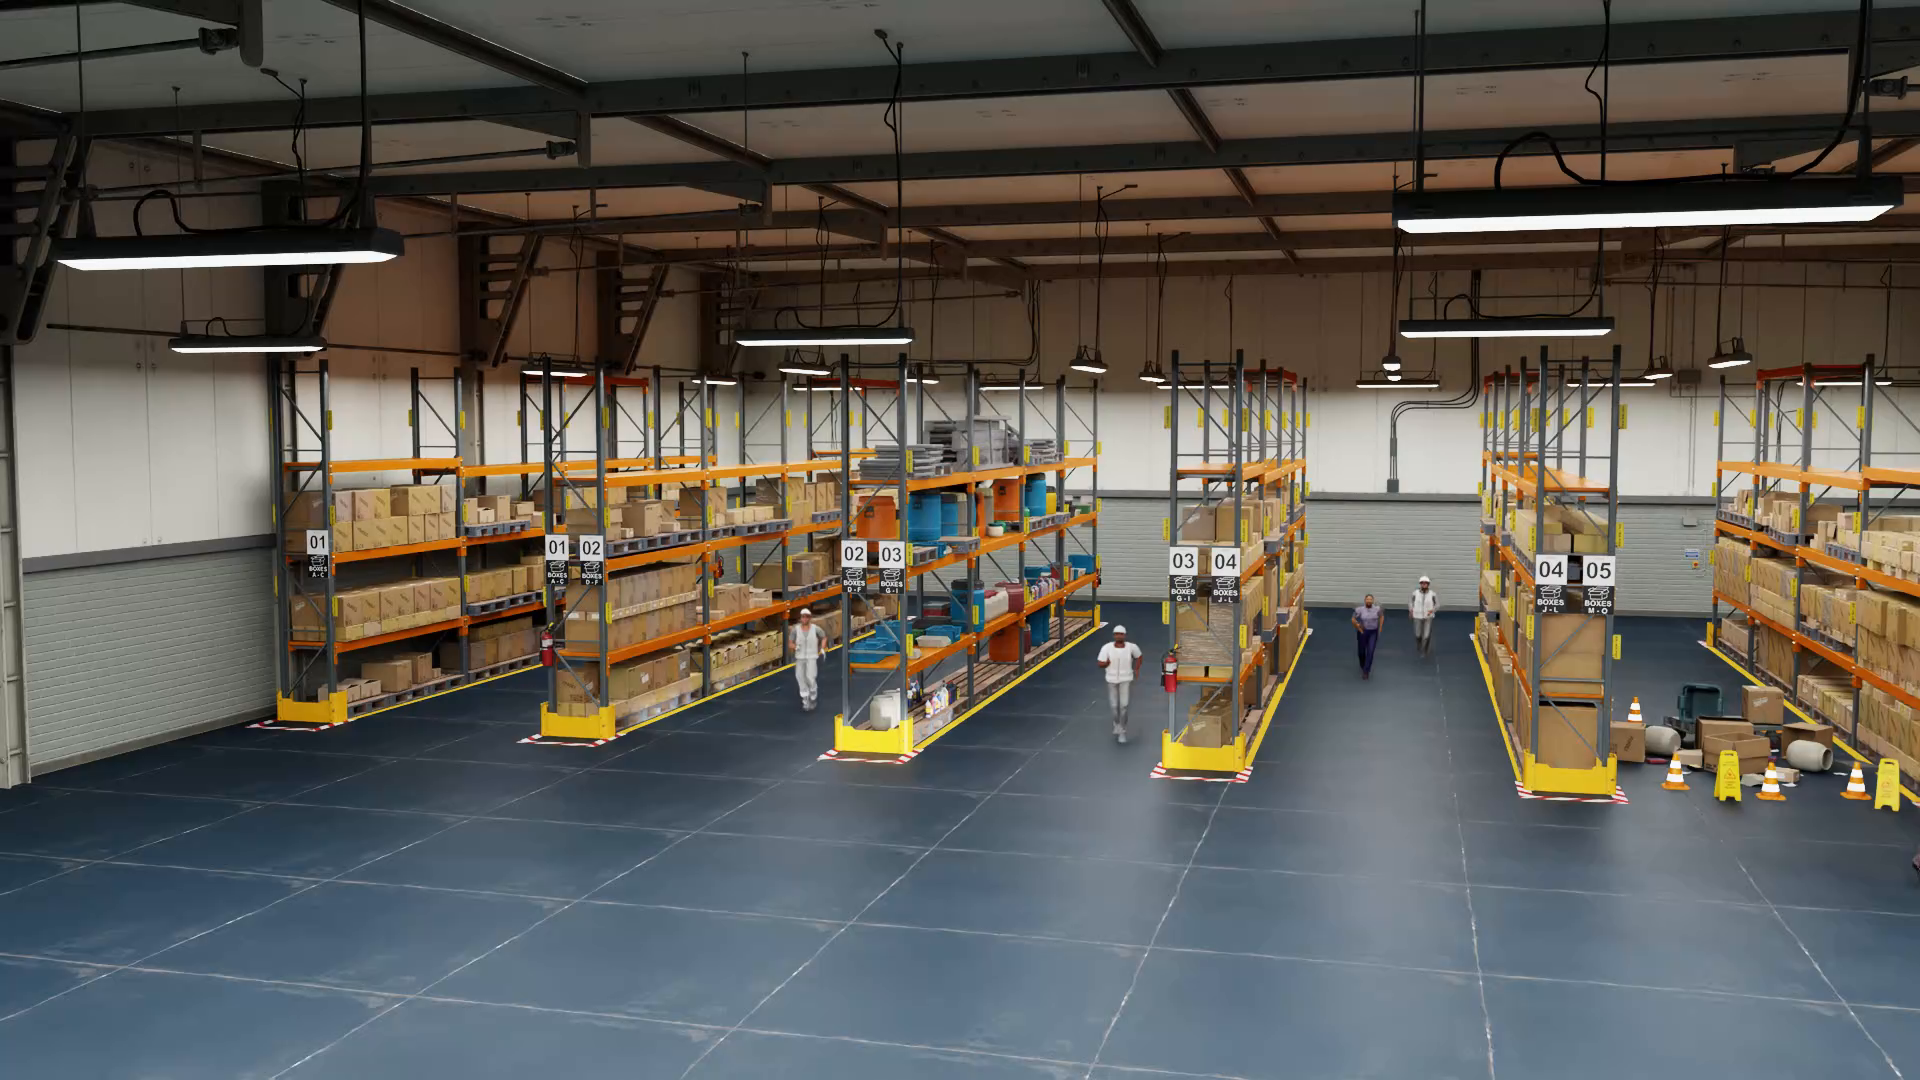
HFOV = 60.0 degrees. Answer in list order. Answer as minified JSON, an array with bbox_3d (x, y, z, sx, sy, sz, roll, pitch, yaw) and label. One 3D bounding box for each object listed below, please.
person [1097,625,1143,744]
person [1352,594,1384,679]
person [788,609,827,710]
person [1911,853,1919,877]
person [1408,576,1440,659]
[{"bbox_3d":[2.492,2.241,26.040,0.677,1.823,0.738,1,4,13],"label":"person"},{"bbox_3d":[7.991,1.865,32.591,0.631,1.641,0.849,1,4,10],"label":"person"},{"bbox_3d":[-2.627,2.056,28.497,0.640,1.750,0.661,0,4,2],"label":"person"},{"bbox_3d":[10.455,2.896,17.485,0.687,1.769,0.898,-2,5,-24],"label":"person"},{"bbox_3d":[9.762,1.636,35.027,0.661,1.738,0.580,1,4,19],"label":"person"}]
